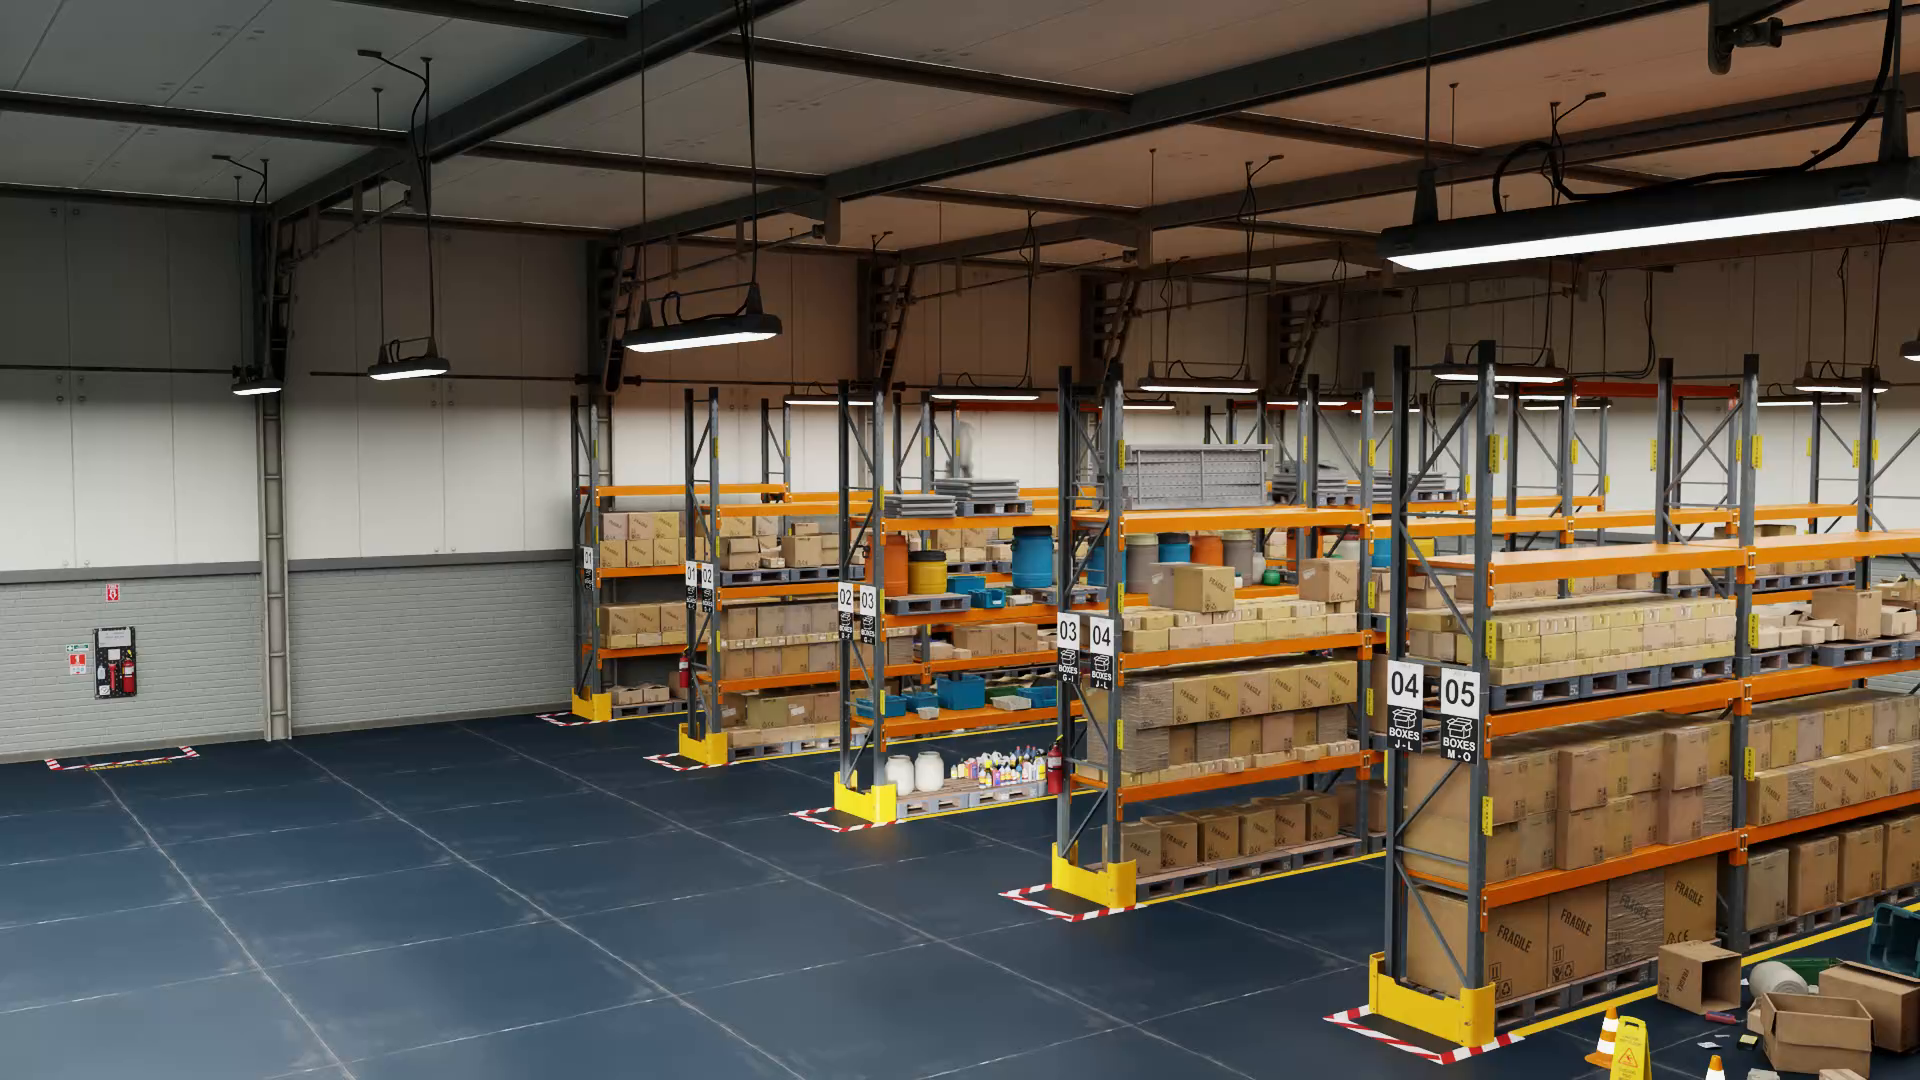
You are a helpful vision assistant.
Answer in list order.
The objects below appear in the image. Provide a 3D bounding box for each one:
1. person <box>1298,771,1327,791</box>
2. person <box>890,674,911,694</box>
[{"bbox_3d":[5.068,2.963,24.060,0.664,1.564,0.567,-3,4,-38],"label":"person"},{"bbox_3d":[-1.085,2.497,31.123,0.565,1.611,0.578,-2,4,-33],"label":"person"}]
